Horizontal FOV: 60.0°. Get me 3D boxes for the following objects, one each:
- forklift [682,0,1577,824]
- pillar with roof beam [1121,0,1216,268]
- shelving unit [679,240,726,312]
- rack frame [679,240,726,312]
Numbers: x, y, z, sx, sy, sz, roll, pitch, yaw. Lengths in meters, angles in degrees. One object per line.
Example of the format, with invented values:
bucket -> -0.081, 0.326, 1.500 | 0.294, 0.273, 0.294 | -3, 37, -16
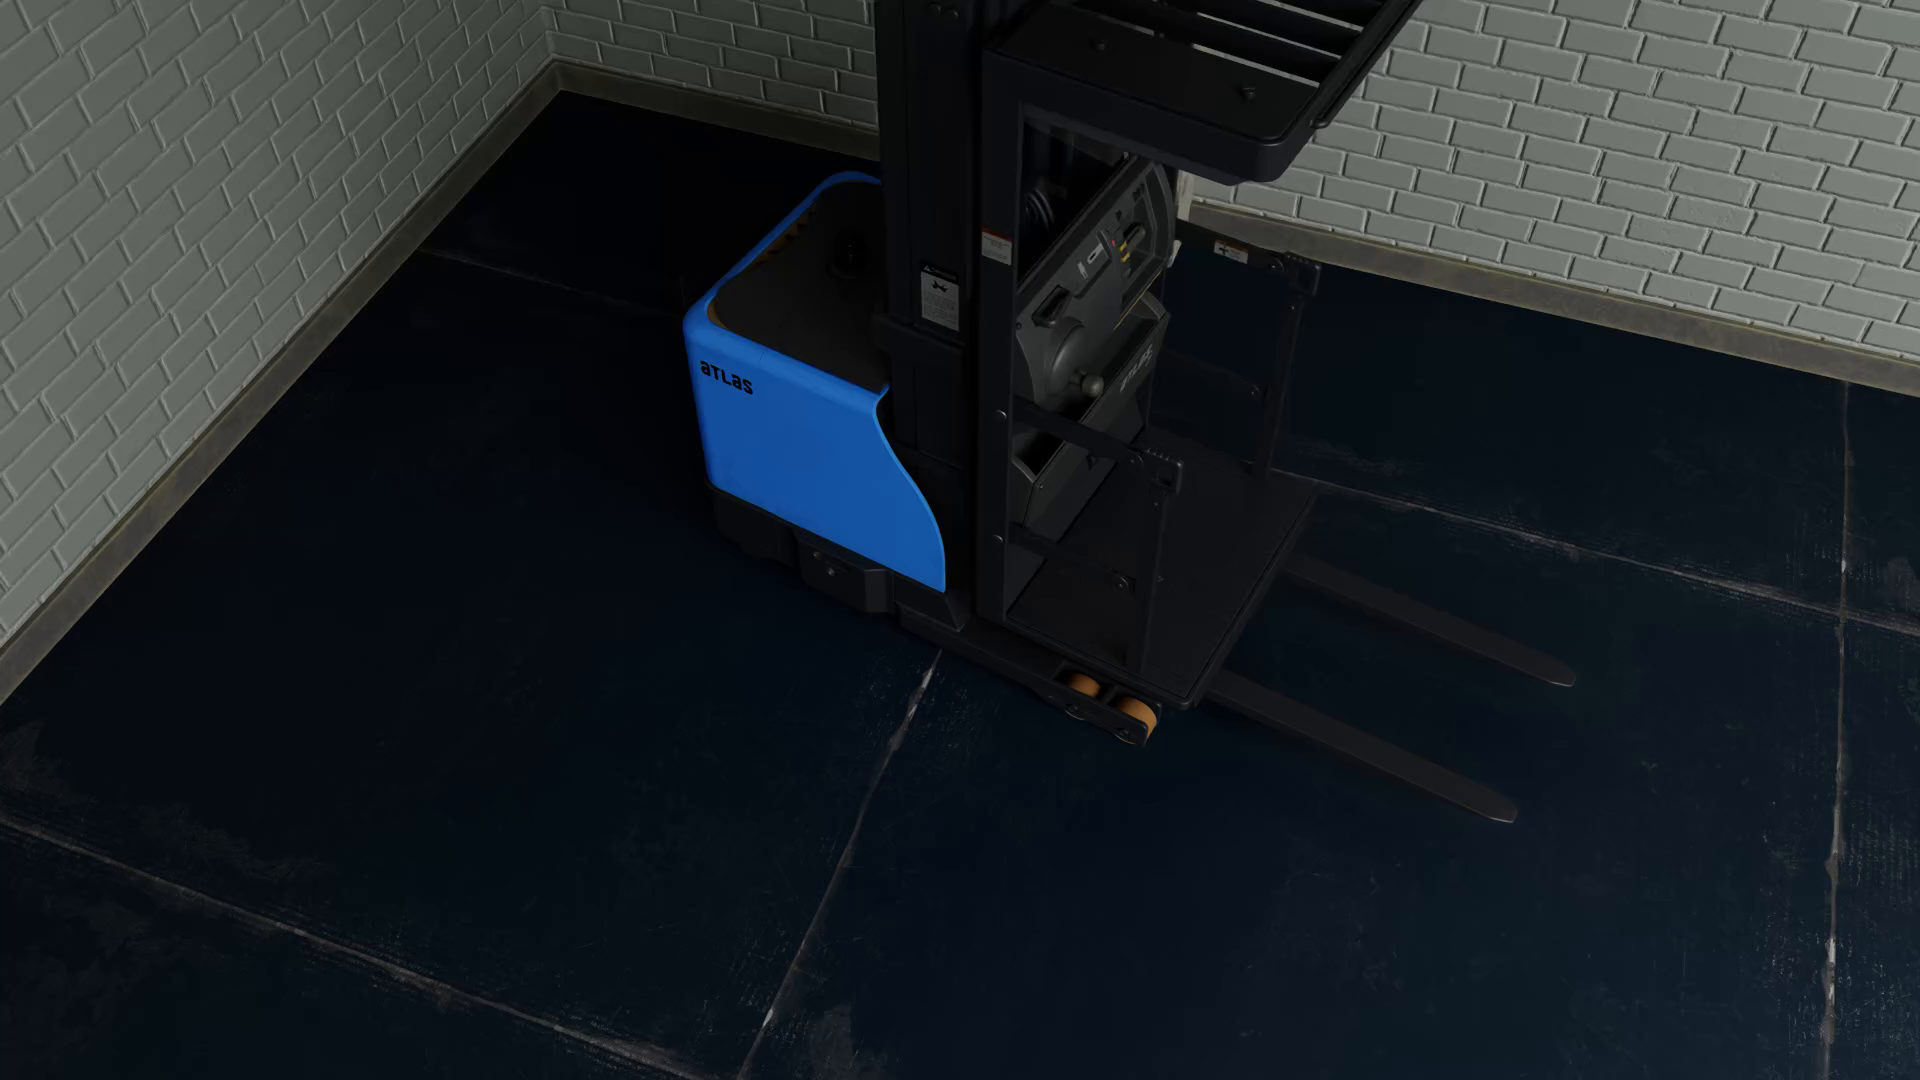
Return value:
forklift -> 0.594, -0.731, 4.944 | 3.031, 2.935, 1.130 | 24, 53, 20
pillar with roof beam -> -0.704, -1.247, 1.376 | 0.400, 9.000, 9.100 | 16, 51, 13
shelving unit -> -0.833, -0.667, 6.230 | 0.210, 0.900, 0.258 | 24, 53, 20
rack frame -> -0.920, -0.705, 6.265 | 0.006, 0.900, 0.240 | 24, 53, 20
